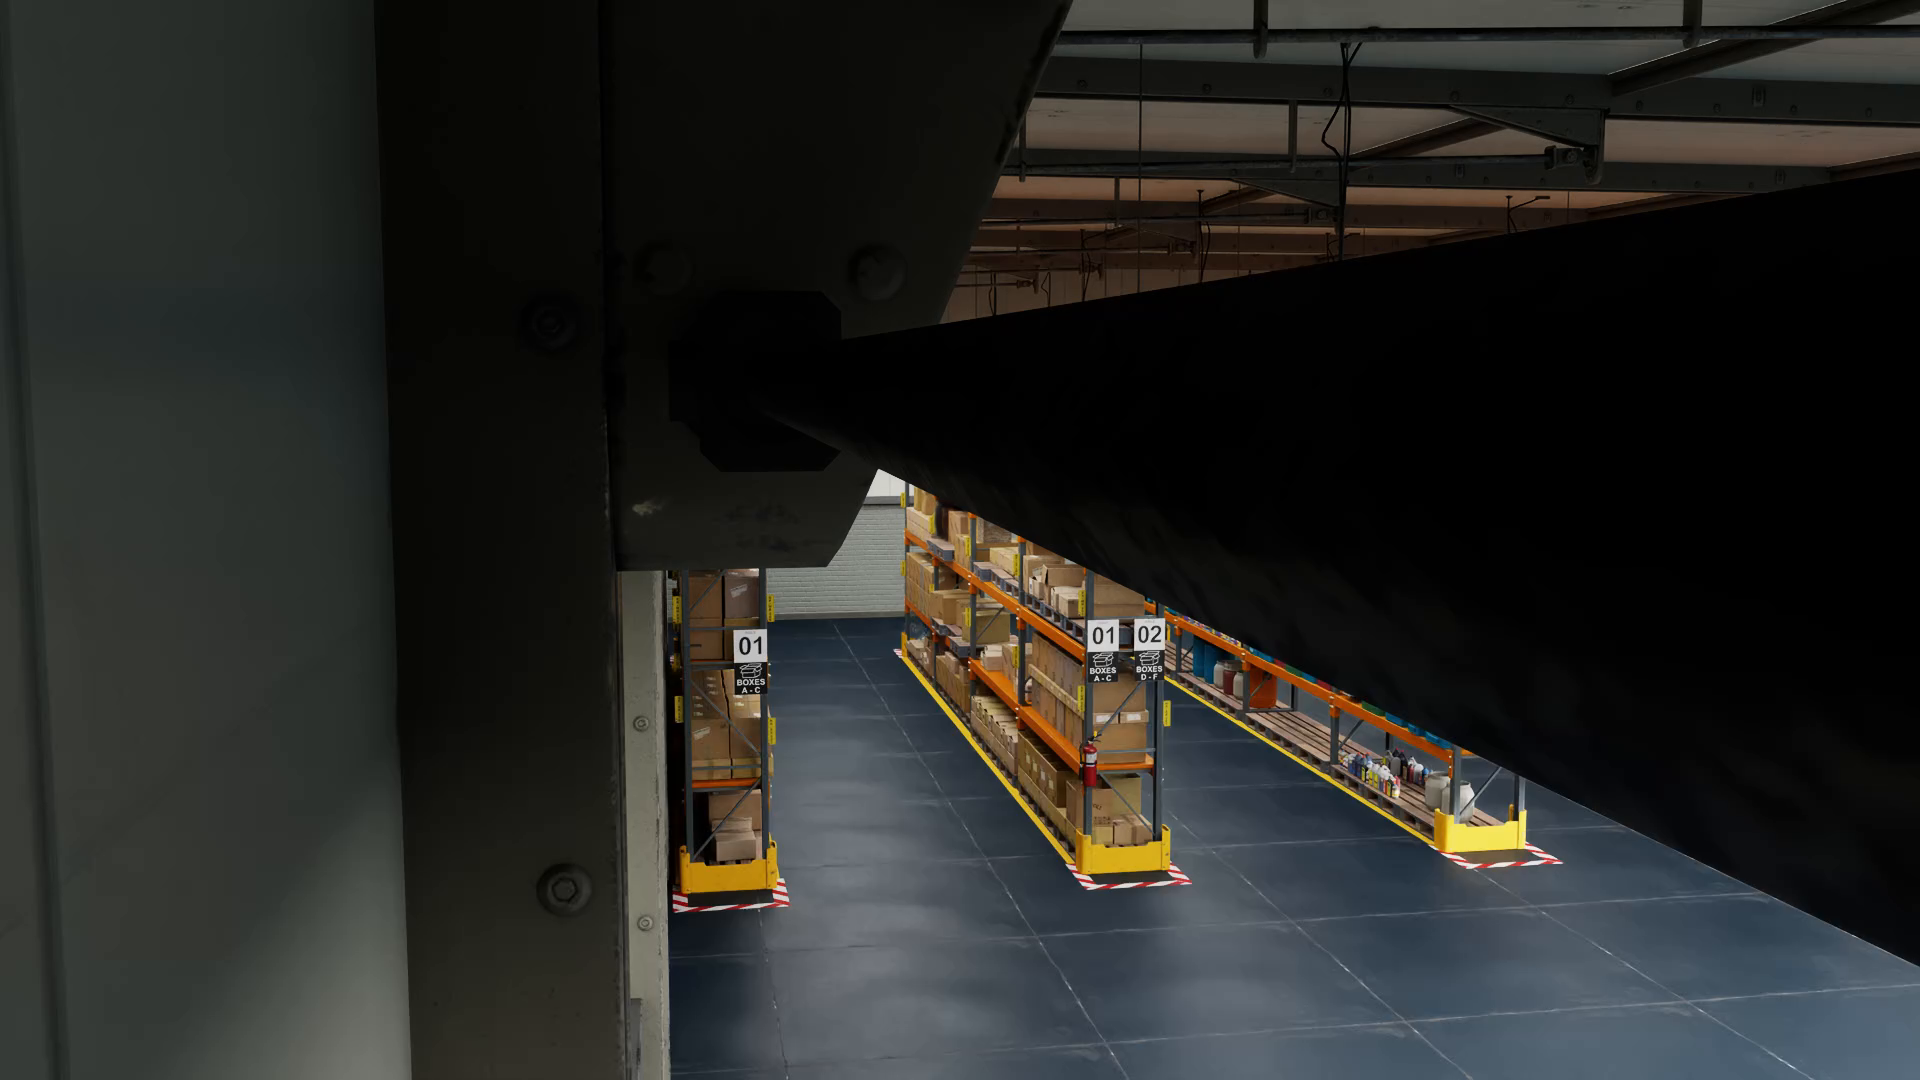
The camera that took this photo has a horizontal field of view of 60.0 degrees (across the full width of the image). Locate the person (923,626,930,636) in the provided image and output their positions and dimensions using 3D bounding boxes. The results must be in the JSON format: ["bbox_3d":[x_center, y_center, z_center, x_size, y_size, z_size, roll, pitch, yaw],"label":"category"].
[{"bbox_3d":[-0.494,1.555,38.168,0.861,1.609,0.534,5,8,40],"label":"person"}]
